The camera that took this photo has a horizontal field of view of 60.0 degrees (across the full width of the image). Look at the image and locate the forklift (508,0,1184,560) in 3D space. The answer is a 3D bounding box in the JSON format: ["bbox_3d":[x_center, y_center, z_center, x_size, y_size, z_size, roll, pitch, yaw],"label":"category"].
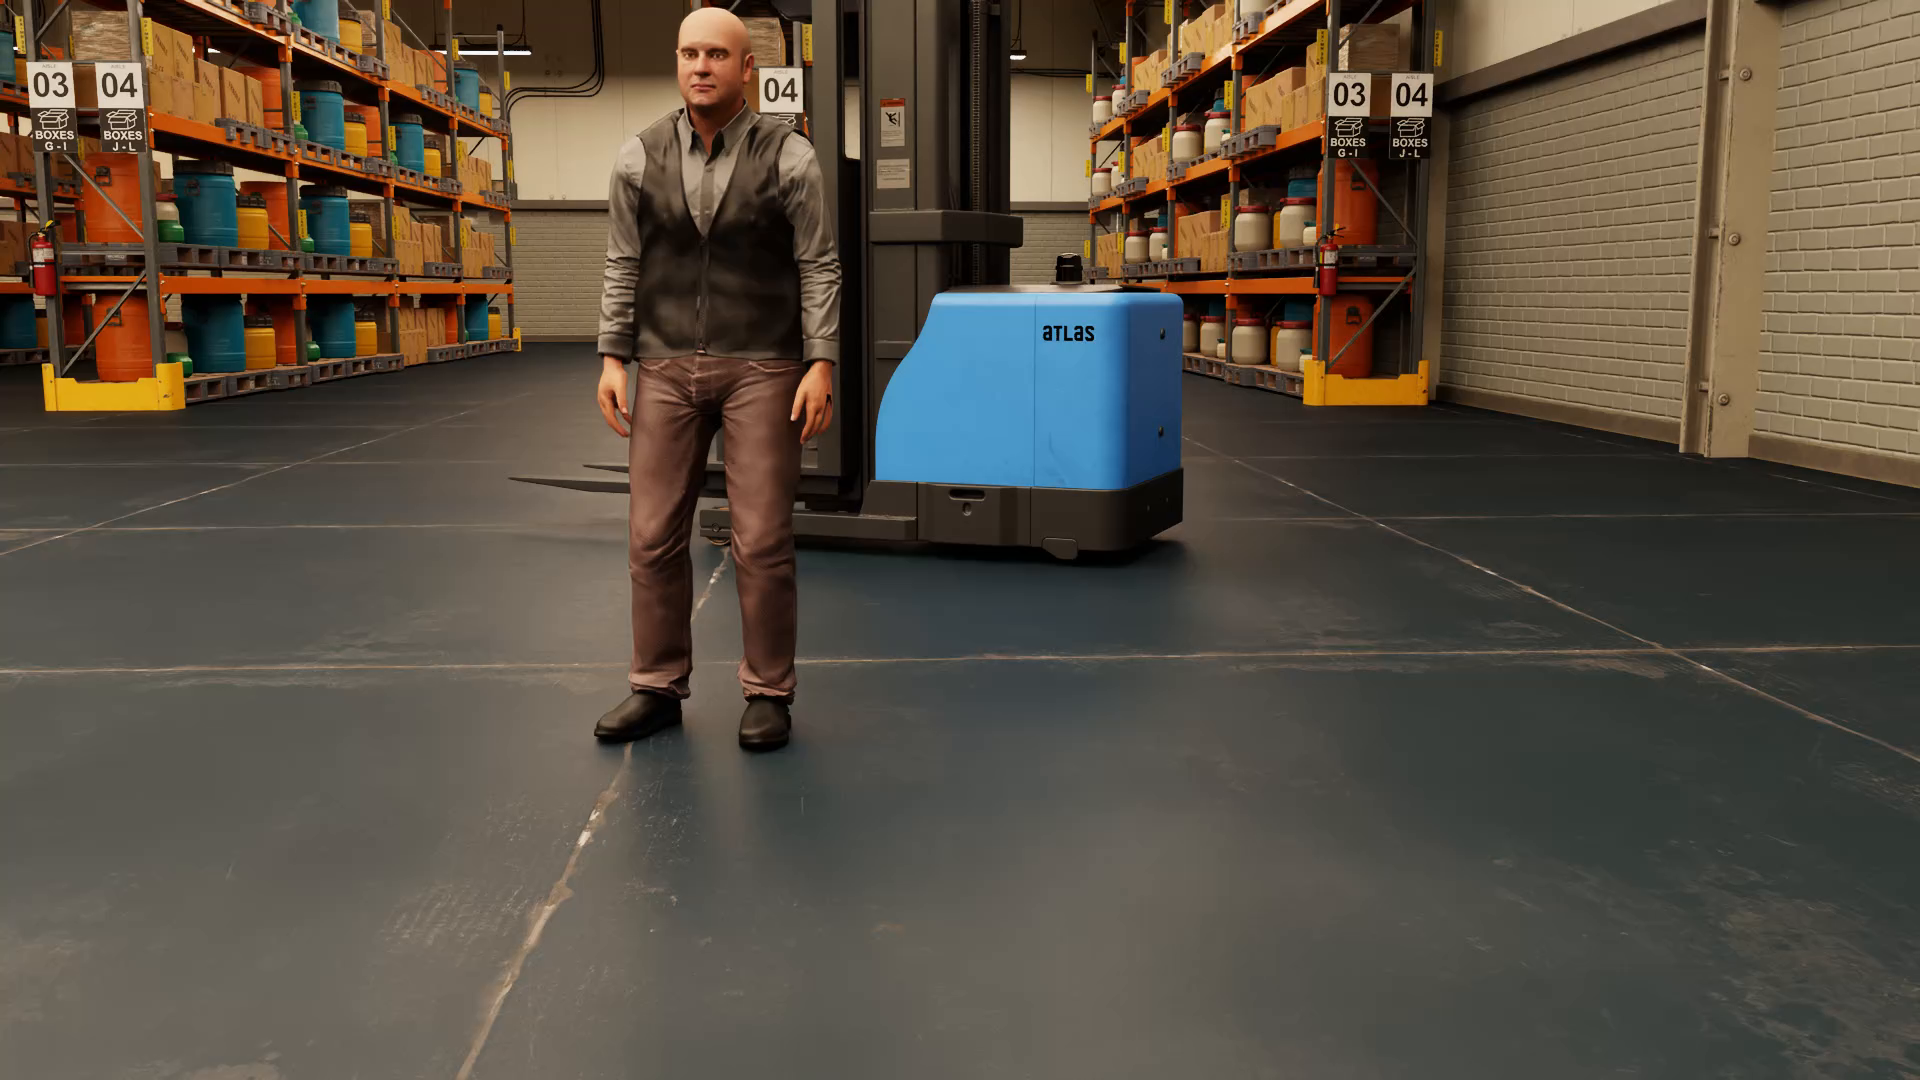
[{"bbox_3d":[-0.581,-1.484,7.323,3.031,2.935,1.130,3,9,21],"label":"forklift"}]

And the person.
[{"bbox_3d":[-0.579,-0.380,4.012,0.594,1.721,0.422,1,9,9],"label":"person"}]
